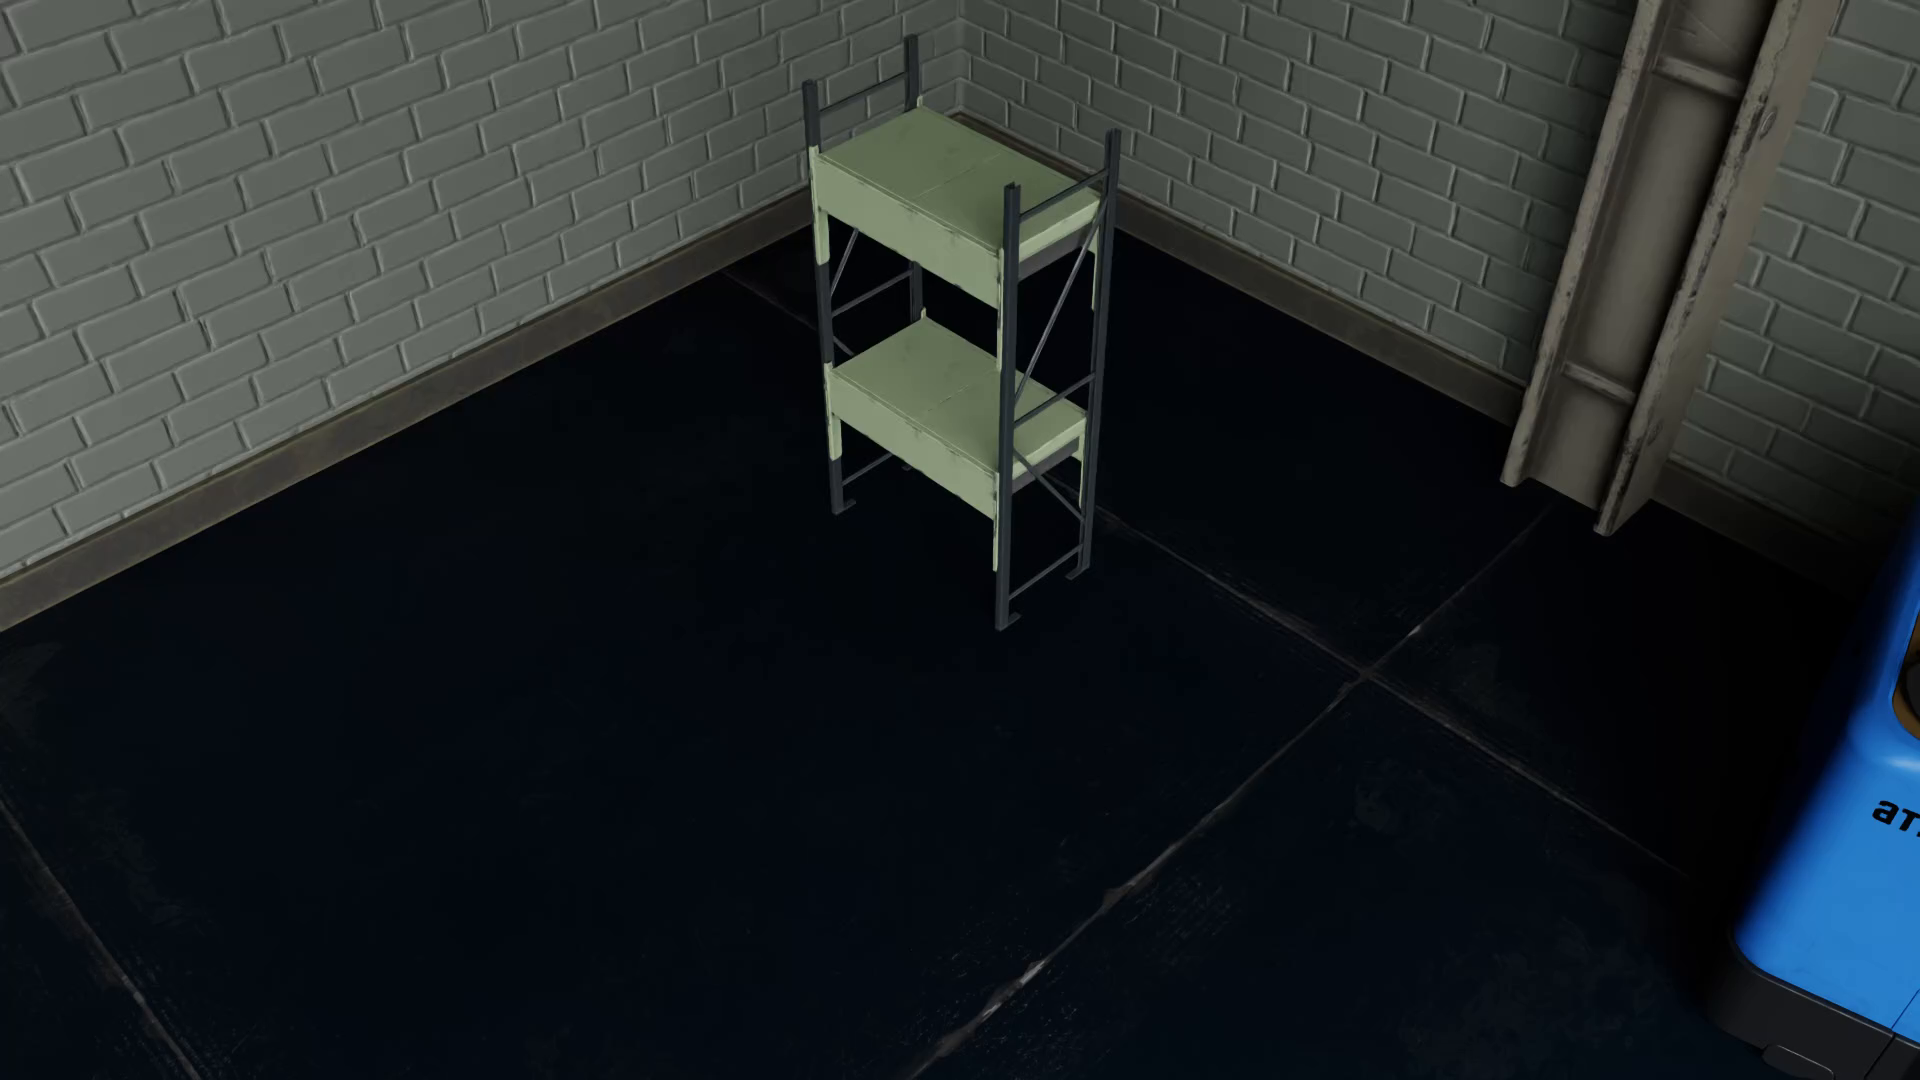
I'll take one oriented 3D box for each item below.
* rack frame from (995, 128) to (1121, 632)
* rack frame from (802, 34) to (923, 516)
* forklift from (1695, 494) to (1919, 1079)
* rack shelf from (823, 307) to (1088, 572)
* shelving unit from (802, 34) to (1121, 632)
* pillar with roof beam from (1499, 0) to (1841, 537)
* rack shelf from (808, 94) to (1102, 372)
[{"bbox_3d":[0.254,-0.378,4.554,0.400,1.500,0.023,-34,53,-31],"label":"rack frame"},{"bbox_3d":[-0.263,-0.730,4.935,0.400,1.500,0.023,-34,53,-31],"label":"rack frame"},{"bbox_3d":[3.272,0.351,2.710,3.031,2.935,1.130,24,48,23],"label":"forklift"},{"bbox_3d":[-0.005,-0.315,4.966,0.431,0.370,0.720,-34,53,-31],"label":"rack shelf"},{"bbox_3d":[-0.005,-0.554,4.744,0.431,1.500,0.755,-34,53,-31],"label":"shelving unit"},{"bbox_3d":[-1.031,-1.418,0.153,9.100,9.000,0.400,-34,53,-31],"label":"pillar with roof beam"},{"bbox_3d":[-0.005,-0.841,4.480,0.431,0.370,0.720,-34,53,-31],"label":"rack shelf"}]
